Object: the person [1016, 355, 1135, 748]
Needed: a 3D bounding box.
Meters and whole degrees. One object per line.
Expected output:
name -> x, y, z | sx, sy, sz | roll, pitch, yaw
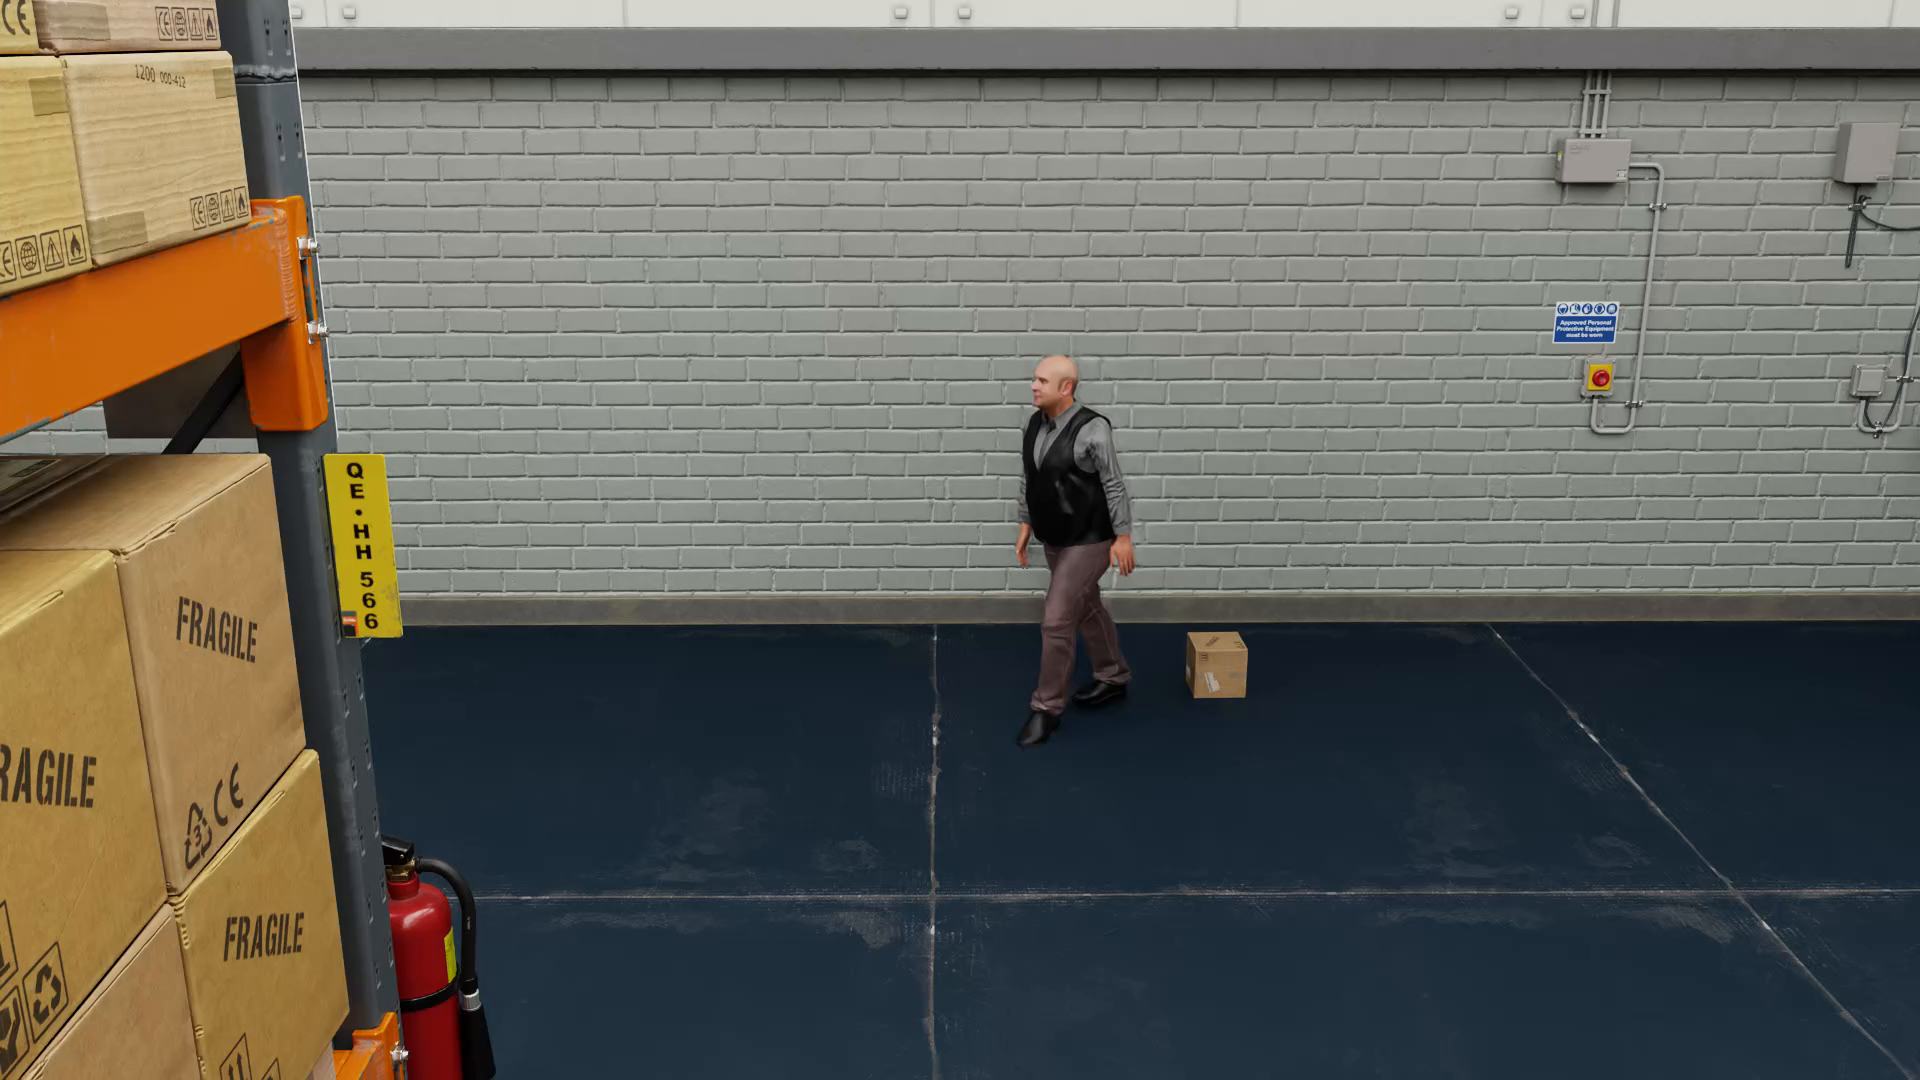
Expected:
person -> 0.488, 0.011, 7.578 | 0.760, 1.730, 0.563 | -10, 20, -29
